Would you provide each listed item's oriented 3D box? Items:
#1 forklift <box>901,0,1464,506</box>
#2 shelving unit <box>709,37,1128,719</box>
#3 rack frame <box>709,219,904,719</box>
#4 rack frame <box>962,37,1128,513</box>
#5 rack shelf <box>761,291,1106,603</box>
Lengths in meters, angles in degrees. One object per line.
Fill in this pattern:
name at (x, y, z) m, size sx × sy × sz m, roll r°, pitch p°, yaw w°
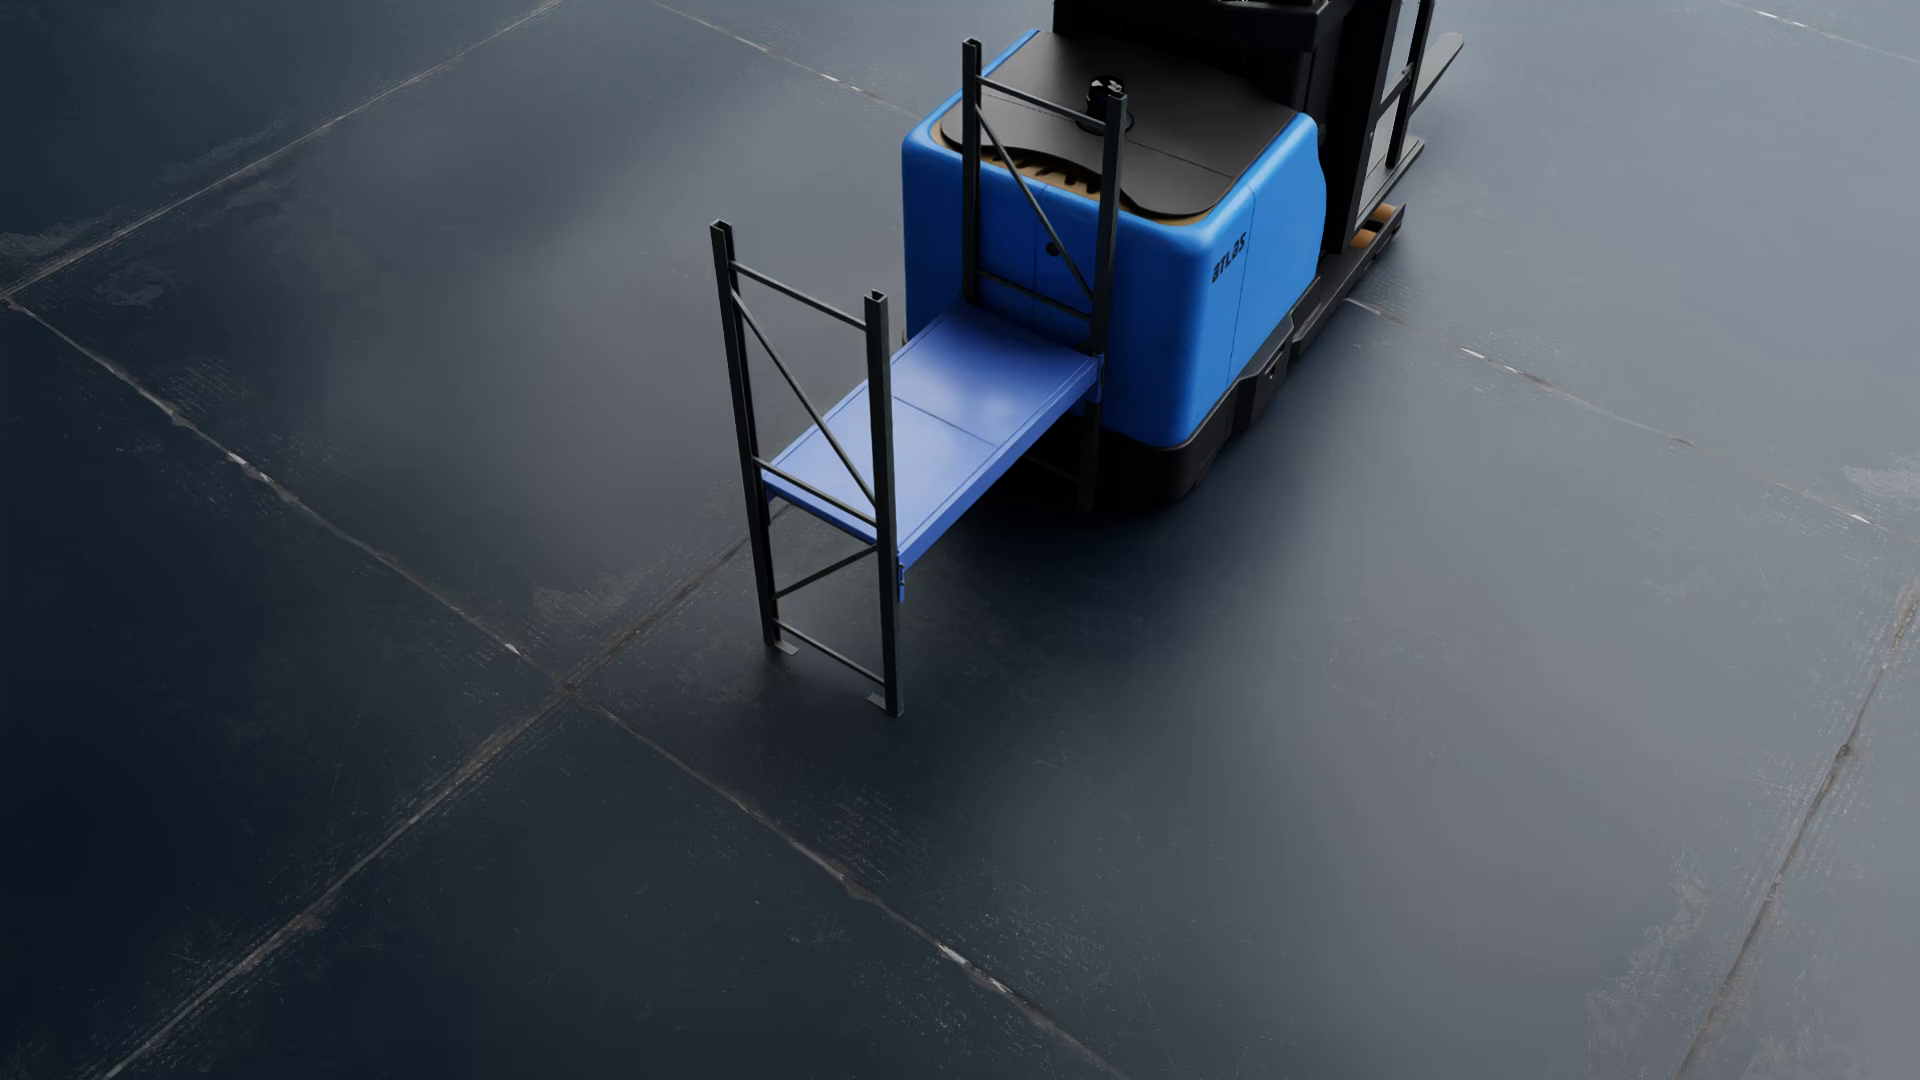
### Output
forklift at (1.020, -2.169, 5.295) m, size 1.130 × 2.935 × 3.031 m, roll 24°, pitch 51°, yaw 22°
shelving unit at (-0.077, -0.419, 4.613) m, size 0.538 × 1.500 × 1.048 m, roll 27°, pitch 52°, yaw 24°
rack frame at (-0.373, -0.120, 4.328) m, size 0.500 × 1.500 × 0.032 m, roll 27°, pitch 52°, yaw 24°
rack frame at (0.218, -0.719, 4.899) m, size 0.500 × 1.500 × 0.032 m, roll 27°, pitch 52°, yaw 24°
rack shelf at (-0.077, -0.295, 4.744) m, size 0.538 × 0.185 × 1.000 m, roll 27°, pitch 52°, yaw 24°
